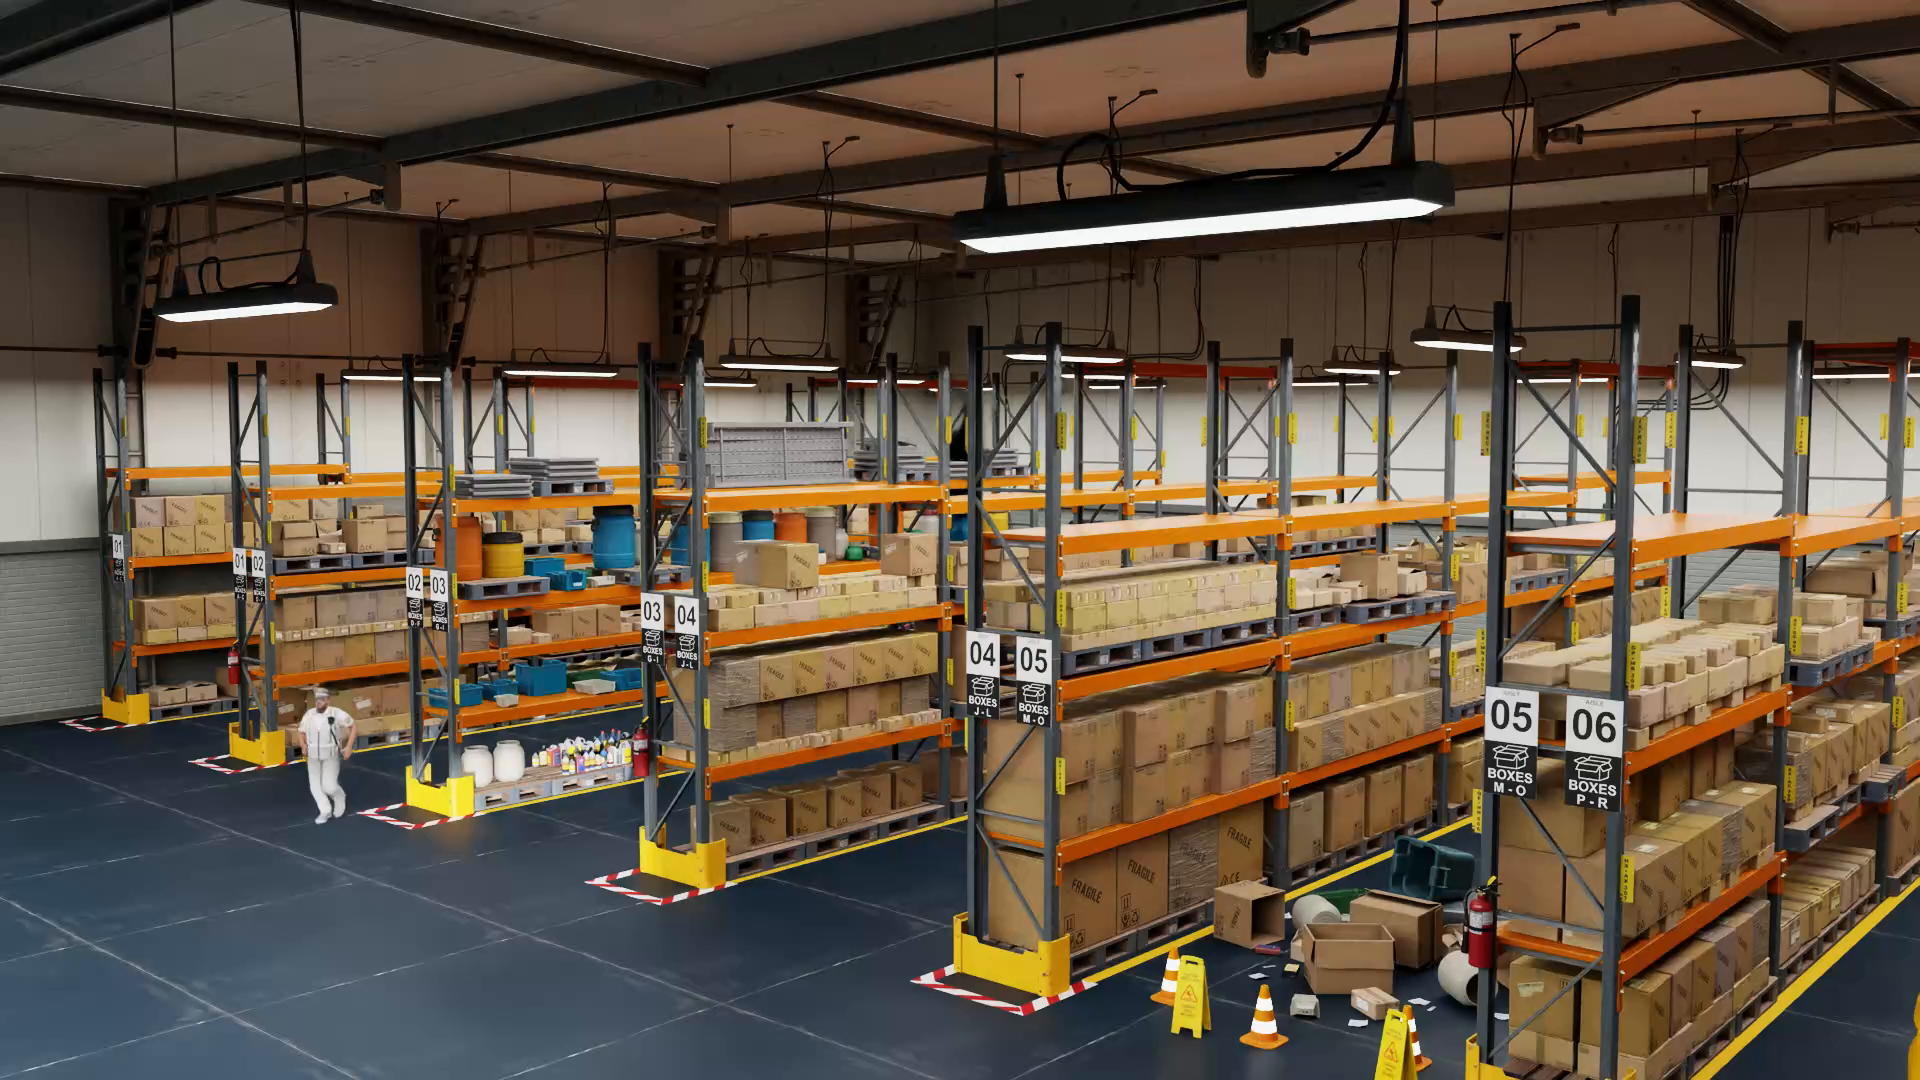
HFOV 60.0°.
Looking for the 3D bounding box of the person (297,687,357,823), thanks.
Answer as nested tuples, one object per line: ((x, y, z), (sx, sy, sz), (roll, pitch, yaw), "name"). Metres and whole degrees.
((-8.092, 2.734, 21.183), (0.708, 1.739, 0.615), (0, 4, -2), "person")
